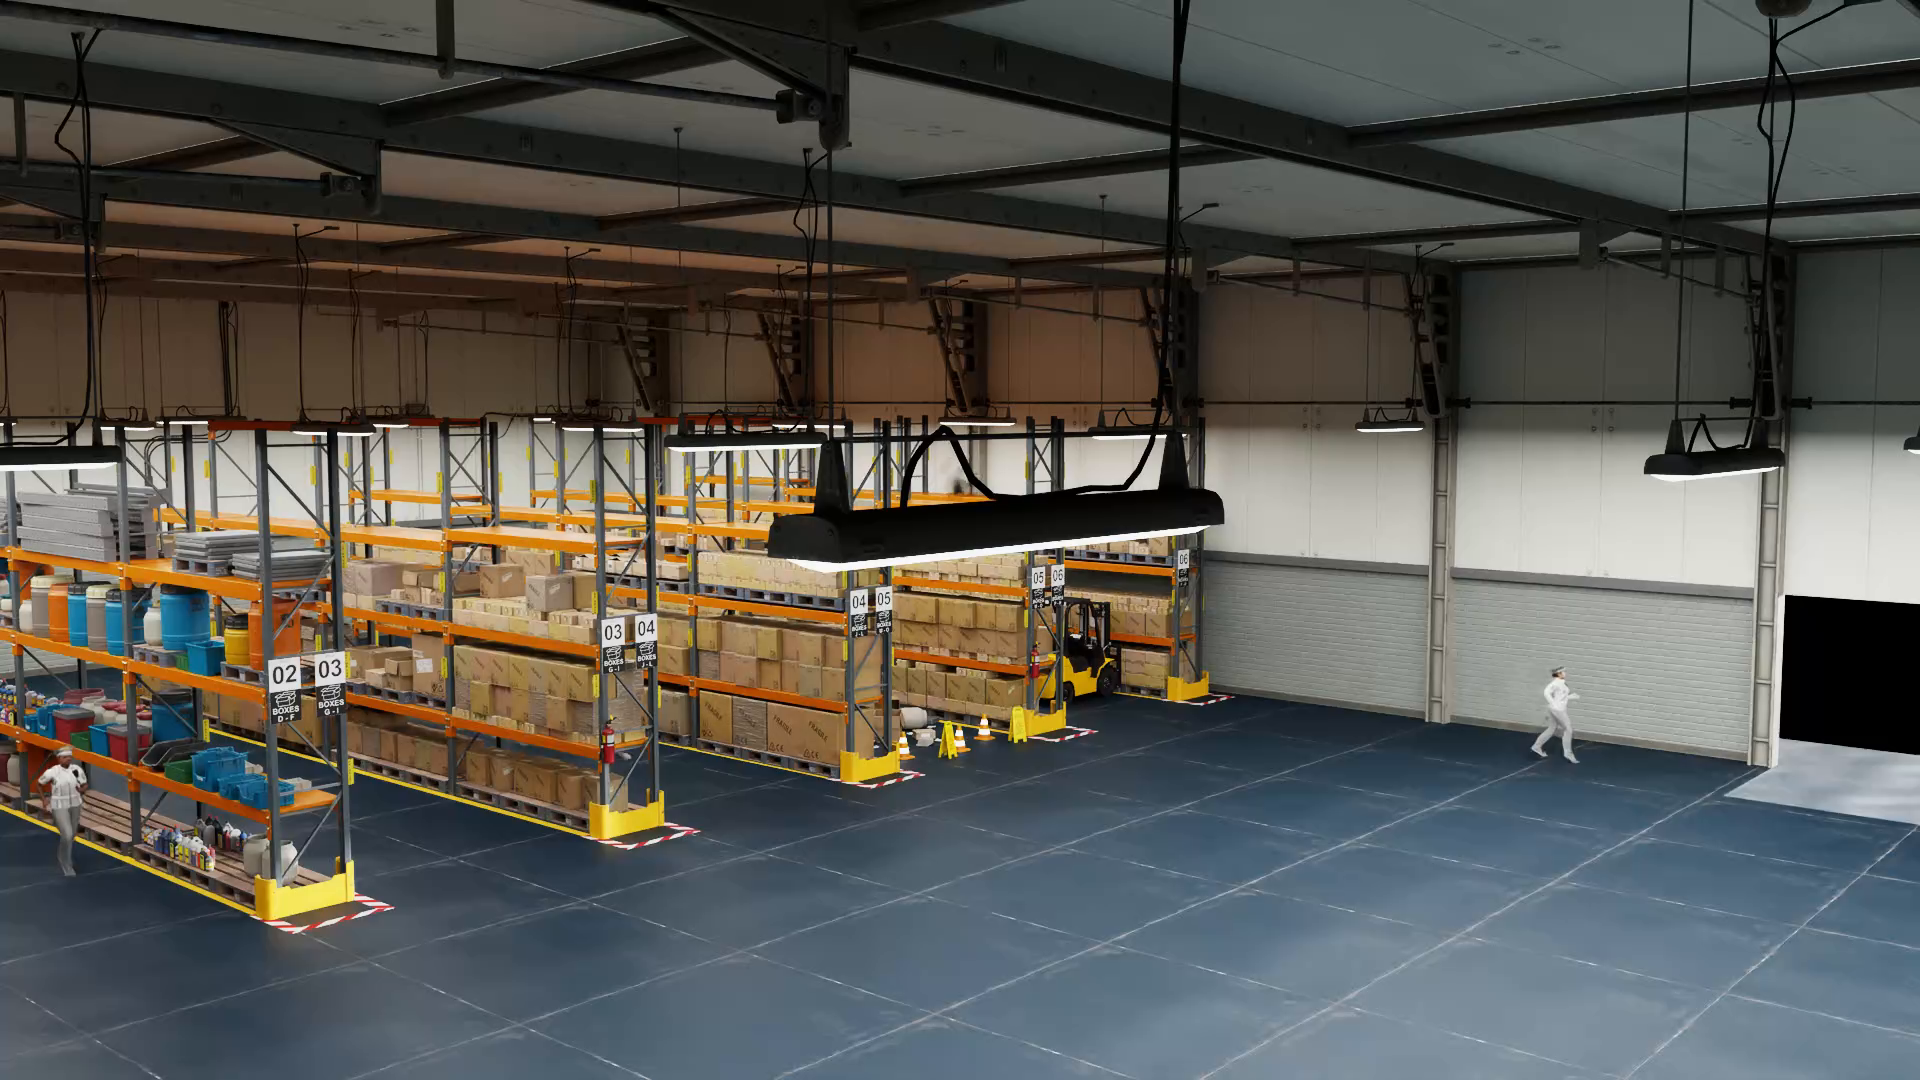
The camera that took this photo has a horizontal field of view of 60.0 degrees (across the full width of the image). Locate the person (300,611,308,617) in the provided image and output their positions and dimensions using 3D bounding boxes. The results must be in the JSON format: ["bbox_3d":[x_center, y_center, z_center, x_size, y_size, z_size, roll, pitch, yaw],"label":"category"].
[{"bbox_3d":[-14.830,2.413,37.355,0.842,1.650,0.538,-2,5,-22],"label":"person"}]

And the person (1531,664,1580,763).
[{"bbox_3d":[10.517,3.050,29.335,0.804,1.750,0.600,1,5,17],"label":"person"}]

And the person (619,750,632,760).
[{"bbox_3d":[-6.222,3.023,29.464,0.952,1.670,0.568,3,6,33],"label":"person"}]

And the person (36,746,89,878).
[{"bbox_3d":[-12.015,3.631,22.348,0.745,1.758,0.545,3,6,35],"label":"person"}]
